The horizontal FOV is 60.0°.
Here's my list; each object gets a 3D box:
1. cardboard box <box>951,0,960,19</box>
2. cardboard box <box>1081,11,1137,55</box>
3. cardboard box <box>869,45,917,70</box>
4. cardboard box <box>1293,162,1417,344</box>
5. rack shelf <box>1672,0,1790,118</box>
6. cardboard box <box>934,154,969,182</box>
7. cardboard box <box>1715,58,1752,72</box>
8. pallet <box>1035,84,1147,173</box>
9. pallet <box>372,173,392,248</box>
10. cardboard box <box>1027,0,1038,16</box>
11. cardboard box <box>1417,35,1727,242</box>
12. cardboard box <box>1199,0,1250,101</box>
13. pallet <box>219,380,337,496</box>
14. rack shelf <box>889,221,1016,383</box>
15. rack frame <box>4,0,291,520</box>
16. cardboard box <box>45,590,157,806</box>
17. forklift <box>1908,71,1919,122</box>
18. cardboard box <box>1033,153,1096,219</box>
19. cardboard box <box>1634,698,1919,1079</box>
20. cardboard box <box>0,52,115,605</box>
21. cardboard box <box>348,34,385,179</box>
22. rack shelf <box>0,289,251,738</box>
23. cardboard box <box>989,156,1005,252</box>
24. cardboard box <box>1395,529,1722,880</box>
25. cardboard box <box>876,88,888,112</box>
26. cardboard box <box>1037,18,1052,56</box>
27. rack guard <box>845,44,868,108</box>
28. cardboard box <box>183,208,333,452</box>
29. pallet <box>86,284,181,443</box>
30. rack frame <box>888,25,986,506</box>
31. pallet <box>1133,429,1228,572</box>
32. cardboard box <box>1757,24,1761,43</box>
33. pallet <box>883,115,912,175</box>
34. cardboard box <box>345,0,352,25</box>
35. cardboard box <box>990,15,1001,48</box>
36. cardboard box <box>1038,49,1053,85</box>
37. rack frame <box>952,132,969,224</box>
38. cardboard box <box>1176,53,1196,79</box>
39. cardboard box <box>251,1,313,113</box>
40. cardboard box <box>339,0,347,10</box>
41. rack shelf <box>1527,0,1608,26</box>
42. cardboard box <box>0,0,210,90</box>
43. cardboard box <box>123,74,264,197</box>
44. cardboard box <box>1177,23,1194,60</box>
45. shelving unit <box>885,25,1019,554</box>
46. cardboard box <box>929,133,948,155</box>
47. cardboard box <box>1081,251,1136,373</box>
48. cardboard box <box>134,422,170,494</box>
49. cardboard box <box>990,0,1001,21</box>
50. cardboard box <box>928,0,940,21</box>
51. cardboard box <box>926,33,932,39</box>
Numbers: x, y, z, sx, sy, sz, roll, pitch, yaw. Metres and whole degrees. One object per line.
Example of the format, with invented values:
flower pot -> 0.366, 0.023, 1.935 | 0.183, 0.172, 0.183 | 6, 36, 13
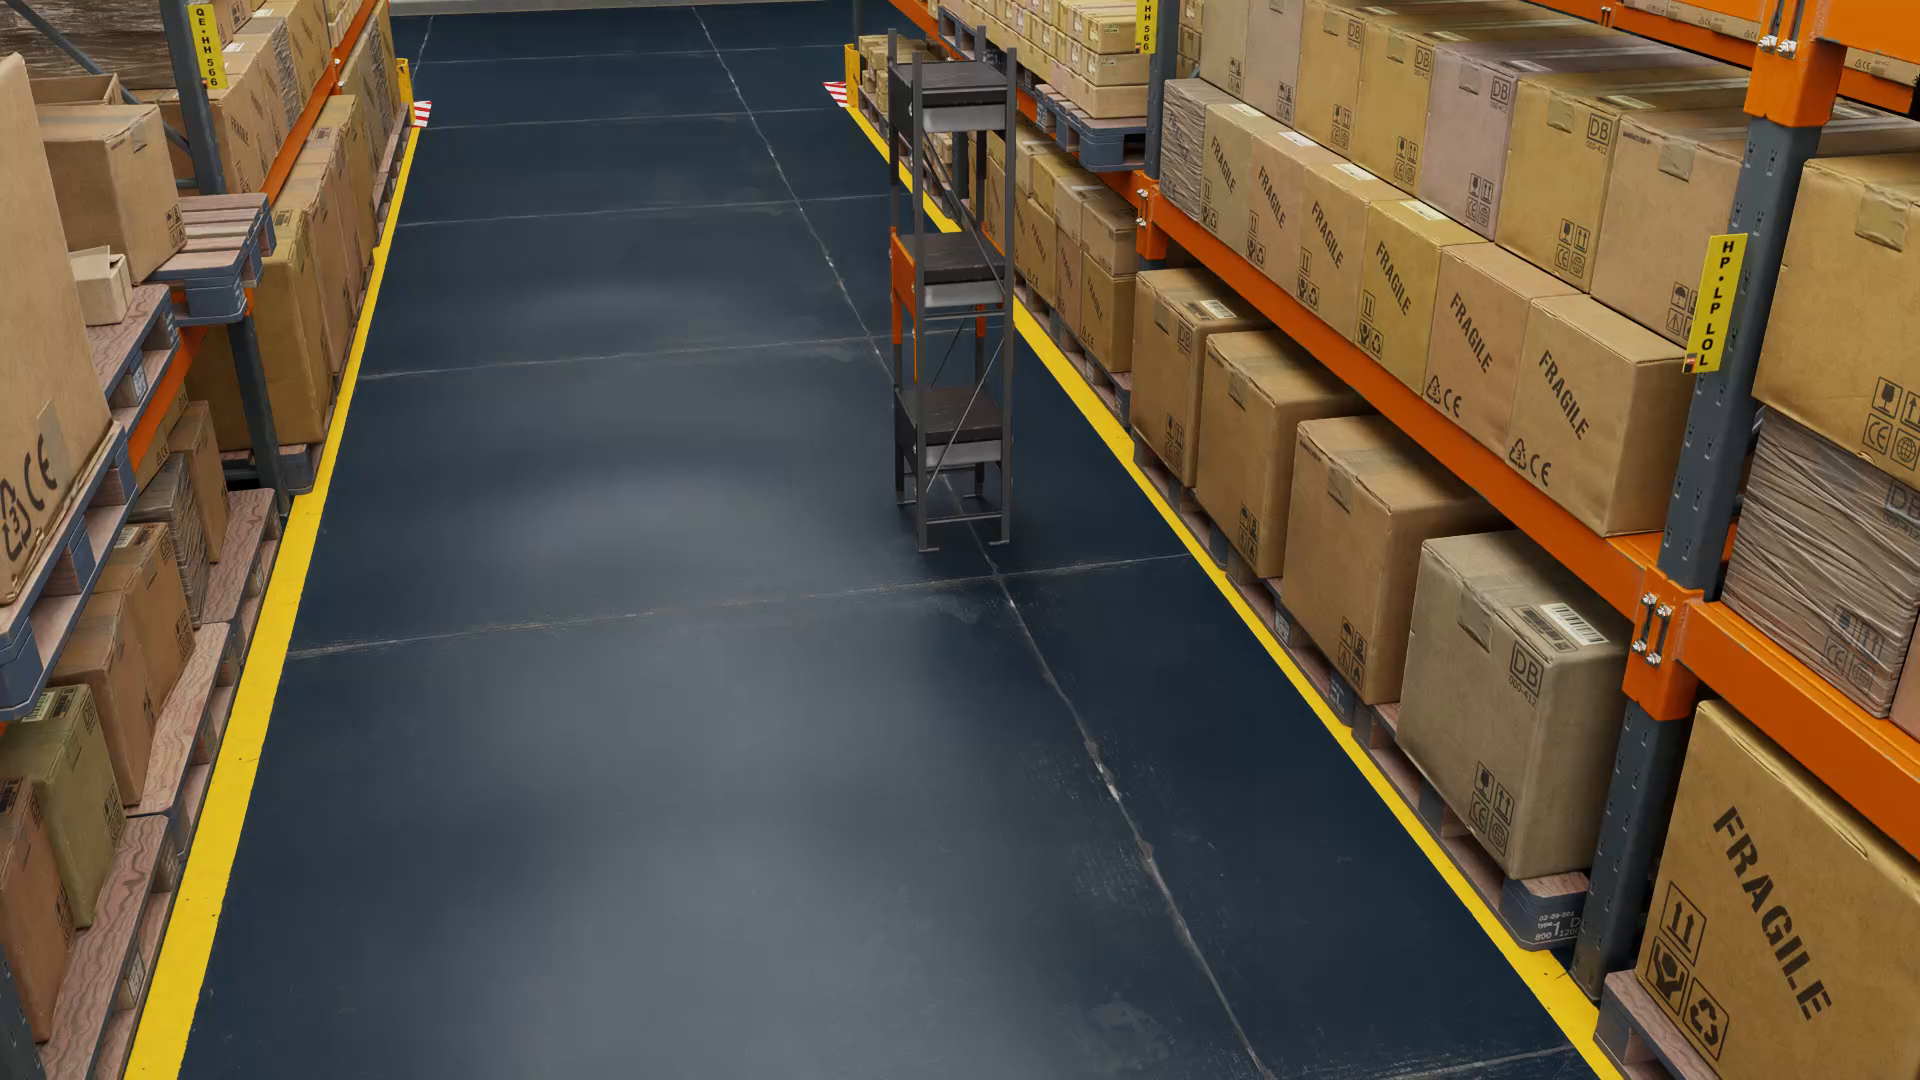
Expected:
cardboard box -> 0.153, -3.360, 10.391 | 0.380, 0.149, 0.250 | -6, 27, -11
cardboard box -> 0.789, -2.379, 7.788 | 0.380, 0.149, 0.250 | -7, 28, -14
cardboard box -> -0.559, -4.065, 14.013 | 0.380, 0.149, 0.250 | -6, 27, -12
cardboard box -> 1.525, -1.027, 5.844 | 0.500, 0.500, 0.500 | -6, 27, -12
rack shelf -> 1.797, -2.010, 5.372 | 1.077, 0.370, 4.000 | -6, 27, -12
cardboard box -> 0.024, -2.678, 11.925 | 0.380, 0.149, 0.250 | -6, 27, -11
cardboard box -> 5.673, -2.752, 11.265 | 0.875, 0.875, 0.875 | -5, 27, -10
pallet -> 1.082, -2.086, 8.267 | 1.213, 0.211, 1.003 | -6, 27, -12
pallet -> -4.506, -2.263, 11.500 | 1.003, 0.211, 1.213 | -6, 27, -12
cardboard box -> 0.563, -2.828, 8.677 | 0.380, 0.149, 0.250 | -6, 27, -12
cardboard box -> 1.898, -1.270, 5.216 | 0.700, 0.500, 0.500 | -6, 27, -11
cardboard box -> 1.437, -2.163, 6.985 | 0.700, 0.500, 0.500 | -6, 27, -12
pallet -> -3.613, -0.519, 8.045 | 1.003, 0.211, 1.213 | -6, 27, -12
rack shelf -> -0.037, -0.998, 6.927 | 0.431, 0.518, 0.480 | -6, 27, -12
rack frame -> -3.509, -1.410, 6.716 | 1.000, 3.000, 0.127 | -6, 27, -12
cardboard box -> -2.941, 0.536, 5.144 | 0.700, 0.500, 0.500 | -8, 28, -16
forklift -> 4.107, -0.920, 5.820 | 1.130, 2.935, 3.031 | -12, 29, -23
cardboard box -> 0.713, -1.995, 9.349 | 0.500, 0.250, 0.500 | -5, 27, -10
cardboard box -> 2.321, 0.931, 3.969 | 0.875, 0.875, 0.875 | -6, 27, -11
cardboard box -> -2.650, -0.473, 3.726 | 1.000, 1.000, 1.000 | -6, 27, -11
cardboard box -> -4.684, -3.098, 11.952 | 0.875, 0.875, 0.875 | -6, 27, -12
rack shelf -> -3.058, -0.211, 5.138 | 1.077, 0.370, 4.000 | -6, 27, -12
cardboard box -> 0.474, -2.114, 10.417 | 0.500, 0.500, 0.500 | -5, 27, -9
cardboard box -> 2.020, 0.440, 5.081 | 1.050, 0.750, 0.750 | -6, 27, -12
cardboard box -> -0.498, -3.696, 13.941 | 0.380, 0.149, 0.250 | -6, 27, -11
cardboard box -> 0.612, -2.591, 8.536 | 0.380, 0.149, 0.250 | -6, 27, -11
rack guard -> -0.440, -4.233, 15.081 | 1.175, 0.500, 0.348 | -6, 27, -12
cardboard box -> -3.644, -0.954, 7.704 | 1.225, 0.875, 0.875 | -7, 28, -14
pallet -> -3.023, -0.460, 5.045 | 1.003, 0.211, 1.213 | -6, 27, -12
rack frame -> -0.092, -1.117, 7.133 | 0.400, 2.100, 0.015 | -6, 27, -12
pallet -> 1.450, -0.271, 7.553 | 1.003, 0.211, 1.213 | -6, 27, -12
cardboard box -> 5.408, -3.212, 10.451 | 0.500, 0.250, 0.500 | -6, 27, -12
pallet -> -0.020, -3.209, 13.373 | 1.003, 0.211, 1.213 | -6, 27, -12
cardboard box -> -4.333, -3.564, 11.261 | 0.380, 0.149, 0.250 | -7, 28, -13
cardboard box -> 0.385, -2.909, 9.497 | 0.380, 0.149, 0.250 | -6, 27, -13
cardboard box -> 0.622, -2.447, 8.582 | 0.380, 0.149, 0.250 | -6, 27, -12
rack frame -> 0.445, -3.626, 11.105 | 1.000, 3.000, 0.127 | -6, 27, -12
cardboard box -> 1.320, -2.398, 8.485 | 0.380, 0.149, 0.250 | -5, 27, -9
cardboard box -> -3.810, -2.587, 8.935 | 0.500, 0.500, 0.500 | -6, 27, -12
cardboard box -> -4.368, -3.684, 11.056 | 0.500, 0.250, 0.500 | -6, 27, -12
rack shelf -> 4.794, -4.730, 14.090 | 1.077, 0.370, 4.000 | -6, 27, -12
cardboard box -> -3.658, -2.226, 7.106 | 0.797, 0.503, 0.637 | -5, 27, -10
cardboard box -> -3.354, -1.696, 7.170 | 0.500, 0.500, 0.500 | -5, 27, -10
cardboard box -> 1.306, -2.546, 8.448 | 0.380, 0.149, 0.250 | -7, 28, -13
shelving unit -> -0.037, -1.010, 6.921 | 0.431, 2.100, 0.503 | -6, 27, -12
cardboard box -> -0.009, -2.897, 12.028 | 0.380, 0.149, 0.250 | -7, 28, -14
cardboard box -> 0.943, -1.204, 8.614 | 0.500, 0.500, 0.500 | -6, 27, -12
cardboard box -> -3.199, -0.303, 5.975 | 0.500, 0.250, 0.500 | -3, 27, -6
cardboard box -> 0.386, -3.039, 9.424 | 0.380, 0.149, 0.250 | -6, 27, -12
cardboard box -> -0.012, -3.717, 11.565 | 0.380, 0.149, 0.250 | -7, 28, -13
cardboard box -> -0.091, -4.355, 14.588 | 0.380, 0.149, 0.250 | -6, 27, -11
